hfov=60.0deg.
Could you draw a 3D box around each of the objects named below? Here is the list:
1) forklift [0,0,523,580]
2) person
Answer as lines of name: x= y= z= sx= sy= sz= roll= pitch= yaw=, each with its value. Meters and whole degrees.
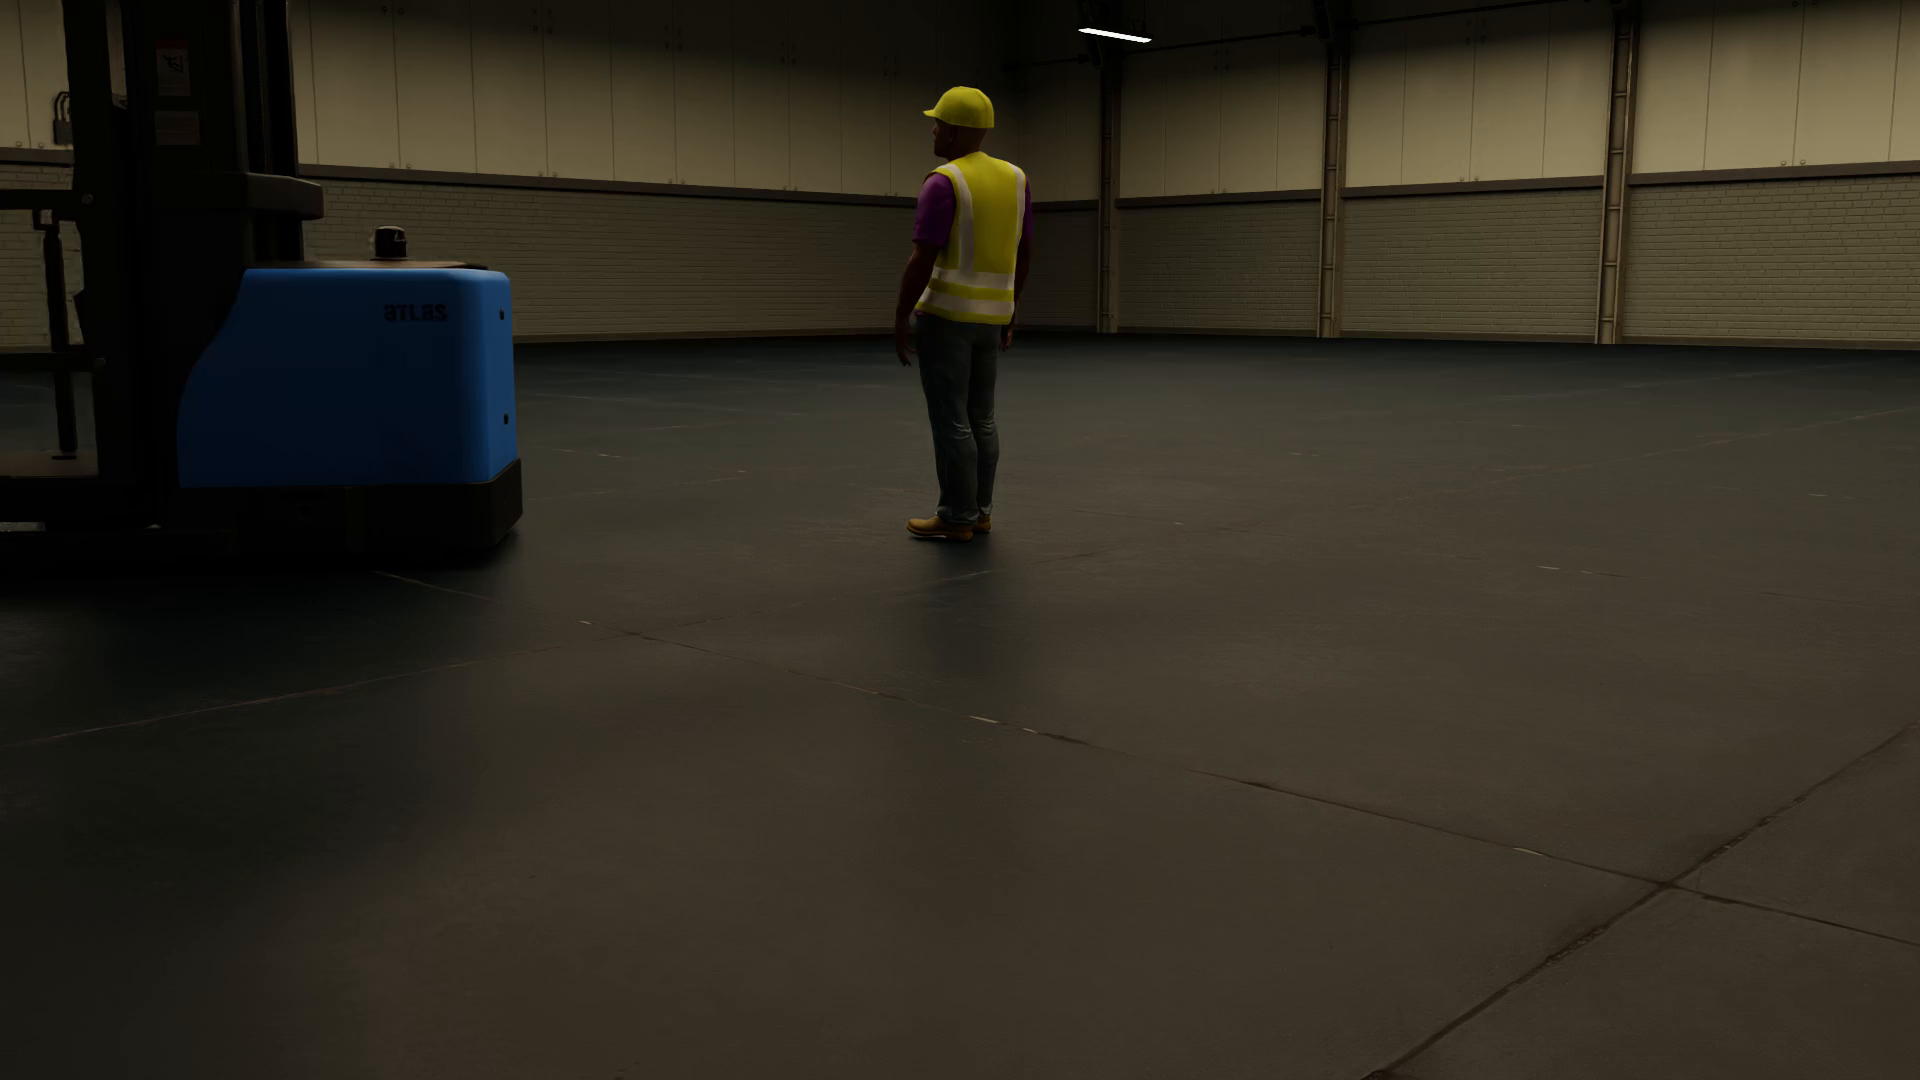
forklift: x=-3.263 y=-1.390 z=6.102 sx=3.031 sy=2.935 sz=1.130 roll=-1 pitch=9 yaw=-8
person: x=-0.047 y=-0.887 z=6.637 sx=0.575 sy=1.766 sz=0.666 roll=8 pitch=12 yaw=43
